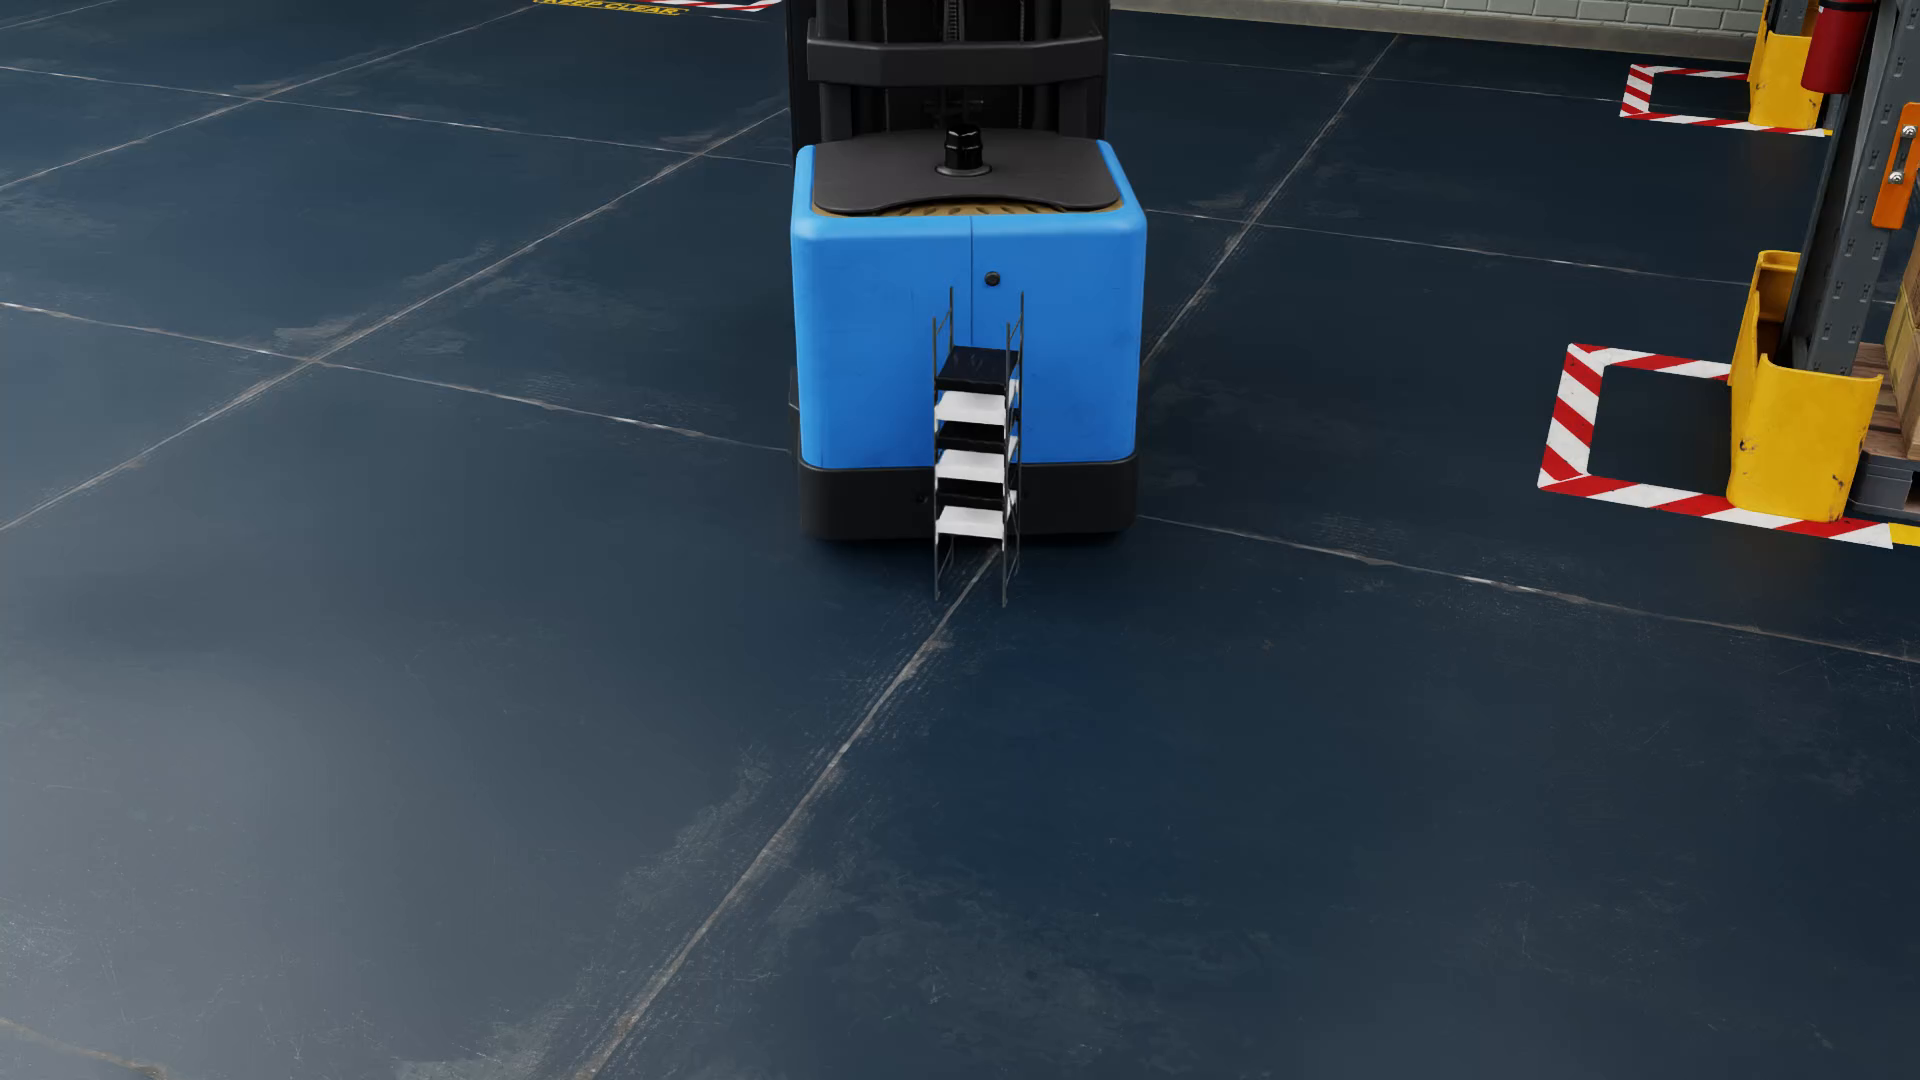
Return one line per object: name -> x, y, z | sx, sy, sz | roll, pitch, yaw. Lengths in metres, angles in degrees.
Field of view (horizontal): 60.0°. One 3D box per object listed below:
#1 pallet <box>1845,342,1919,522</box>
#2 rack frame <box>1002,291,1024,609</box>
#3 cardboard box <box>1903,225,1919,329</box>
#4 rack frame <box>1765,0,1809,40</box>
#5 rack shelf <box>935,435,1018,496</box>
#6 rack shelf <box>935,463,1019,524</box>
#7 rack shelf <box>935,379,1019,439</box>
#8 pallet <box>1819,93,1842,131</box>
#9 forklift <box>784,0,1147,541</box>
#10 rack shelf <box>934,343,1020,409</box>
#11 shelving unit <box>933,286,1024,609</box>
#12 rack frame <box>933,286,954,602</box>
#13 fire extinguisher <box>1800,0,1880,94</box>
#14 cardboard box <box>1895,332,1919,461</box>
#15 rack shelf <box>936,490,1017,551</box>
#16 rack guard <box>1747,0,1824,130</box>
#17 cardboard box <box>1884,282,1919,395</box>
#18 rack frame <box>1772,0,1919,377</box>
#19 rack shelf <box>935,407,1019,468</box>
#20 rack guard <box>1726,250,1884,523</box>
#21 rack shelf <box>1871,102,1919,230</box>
pallet -> 3.635, -0.308, 5.580 | 1.213, 0.211, 1.003 | 11, 31, 19
rack frame -> 0.152, -0.246, 4.771 | 0.006, 0.900, 0.240 | 6, 30, 10
cardboard box -> 3.519, -0.993, 5.563 | 0.500, 0.500, 0.500 | 11, 31, 19
rack frame -> 4.769, -3.903, 9.107 | 0.127, 3.000, 1.000 | 11, 31, 19
rack shelf -> 0.053, -0.227, 4.805 | 0.200, 0.077, 0.258 | 6, 30, 10
rack shelf -> 0.053, -0.149, 4.850 | 0.200, 0.077, 0.258 | 6, 30, 10
rack shelf -> 0.053, -0.384, 4.717 | 0.200, 0.077, 0.258 | 6, 30, 10
pallet -> 5.579, -2.509, 9.474 | 1.213, 0.211, 1.003 | 11, 31, 19
forklift -> -0.057, -1.967, 5.751 | 1.130, 2.935, 3.031 | -2, 30, -3
rack shelf -> 0.053, -0.462, 4.672 | 0.200, 0.077, 0.258 | 6, 30, 10
shelving unit -> 0.053, -0.256, 4.789 | 0.210, 0.900, 0.258 | 6, 30, 10
rack frame -> -0.047, -0.267, 4.807 | 0.006, 0.900, 0.240 | 6, 30, 10
fire extinguisher -> 2.976, -1.844, 5.543 | 0.183, 0.674, 0.296 | 11, 31, 19
cardboard box -> 3.324, -0.429, 5.328 | 0.500, 0.250, 0.500 | 11, 31, 19
rack shelf -> 0.053, -0.071, 4.894 | 0.200, 0.077, 0.258 | 6, 30, 10
rack guard -> 4.840, -2.801, 9.698 | 0.348, 0.500, 1.175 | 11, 31, 19
cardboard box -> 3.518, -0.665, 5.746 | 0.500, 0.250, 0.500 | 11, 31, 19
rack frame -> 2.910, -1.644, 5.110 | 0.127, 3.000, 1.000 | 11, 31, 19
rack shelf -> 0.053, -0.306, 4.761 | 0.200, 0.077, 0.258 | 6, 30, 10
rack guard -> 2.888, -0.560, 5.733 | 0.348, 0.500, 1.175 | 11, 31, 19
rack shelf -> 4.764, -0.961, 4.632 | 4.000, 0.370, 1.077 | 11, 31, 19
